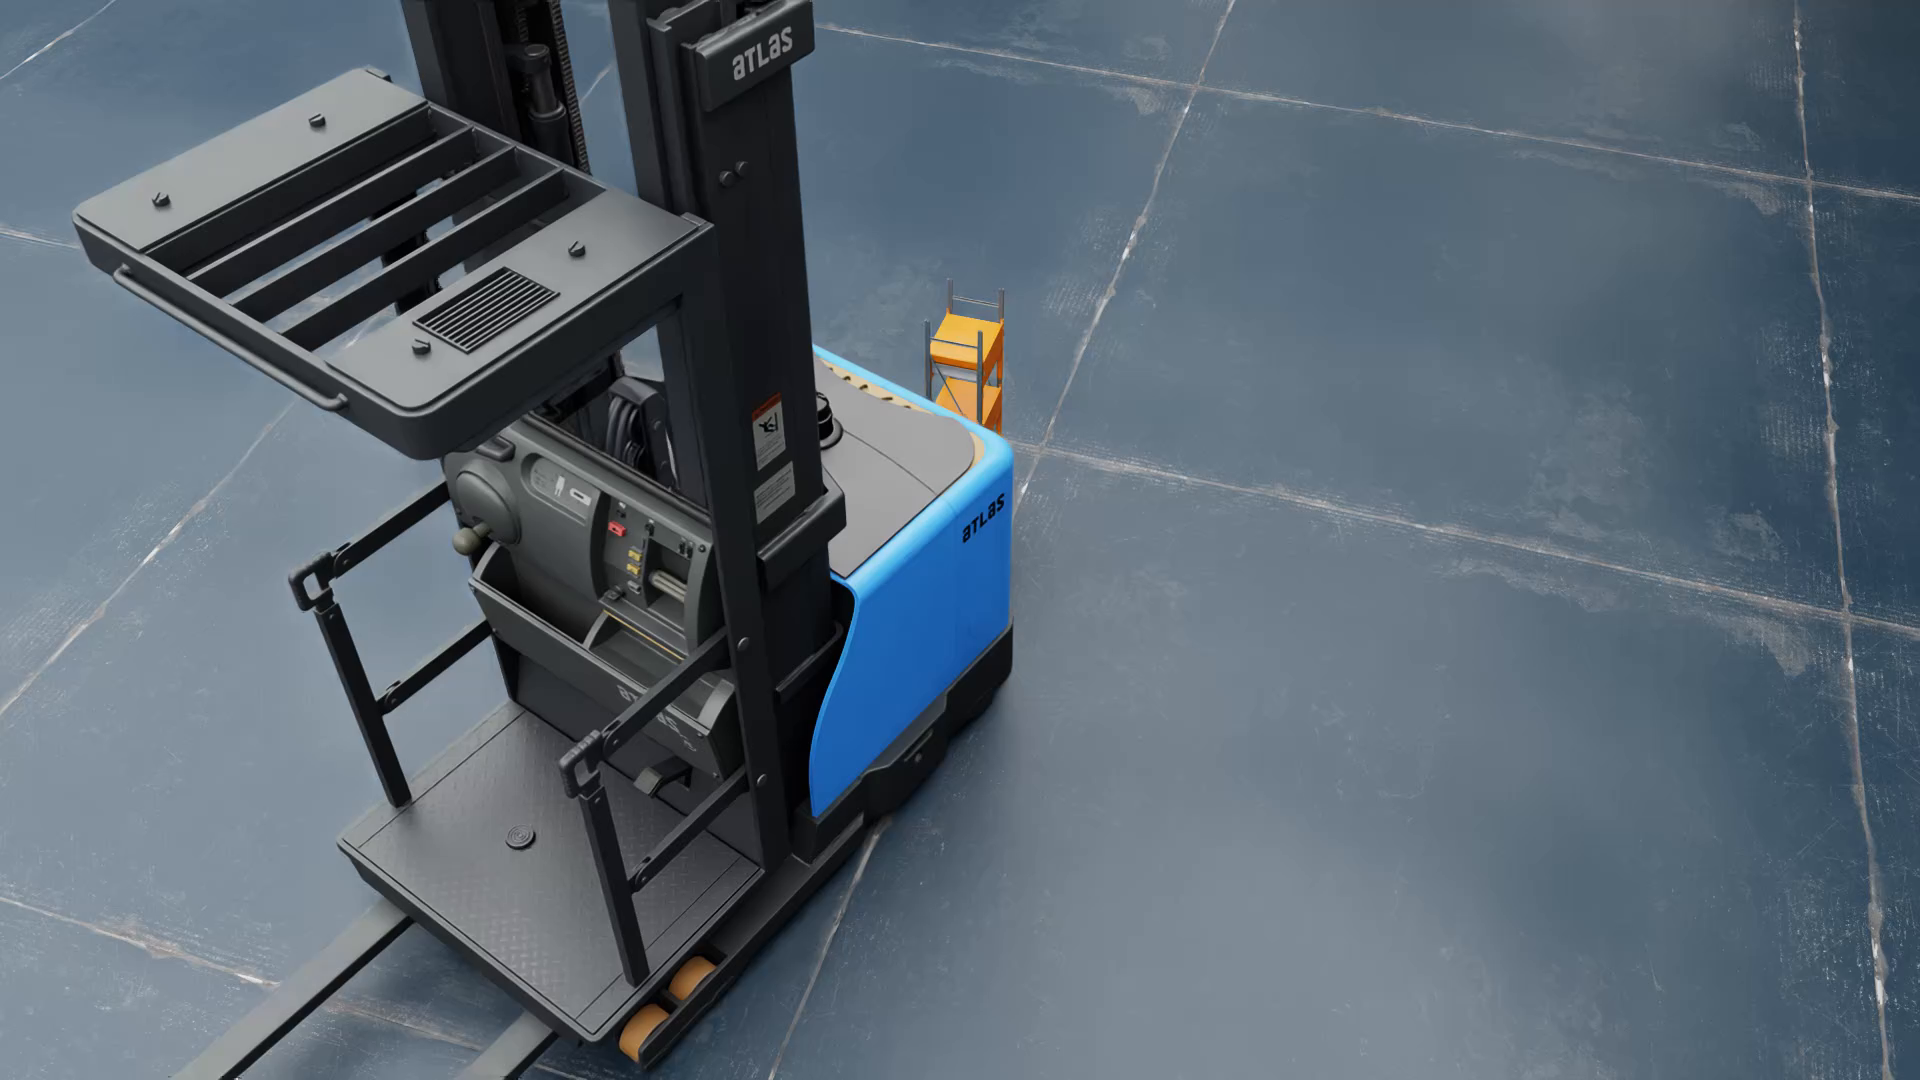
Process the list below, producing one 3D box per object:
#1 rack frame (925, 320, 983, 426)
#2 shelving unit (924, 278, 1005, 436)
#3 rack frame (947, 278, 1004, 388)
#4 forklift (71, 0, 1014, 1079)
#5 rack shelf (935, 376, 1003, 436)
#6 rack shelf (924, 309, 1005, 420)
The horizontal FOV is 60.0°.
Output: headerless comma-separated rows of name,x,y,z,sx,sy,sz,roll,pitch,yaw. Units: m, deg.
rack frame,-0.021,-0.330,5.836,0.200,1.050,0.008,13,46,12
shelving unit,0.016,-0.411,5.919,0.215,1.050,0.252,13,46,12
rack frame,0.053,-0.492,6.002,0.200,1.050,0.008,13,46,12
forklift,-1.110,0.043,4.110,1.130,2.935,3.031,28,51,25
rack shelf,0.016,-0.403,5.927,0.215,0.259,0.240,13,46,12
rack shelf,0.016,-0.606,5.728,0.215,0.259,0.240,13,46,12
